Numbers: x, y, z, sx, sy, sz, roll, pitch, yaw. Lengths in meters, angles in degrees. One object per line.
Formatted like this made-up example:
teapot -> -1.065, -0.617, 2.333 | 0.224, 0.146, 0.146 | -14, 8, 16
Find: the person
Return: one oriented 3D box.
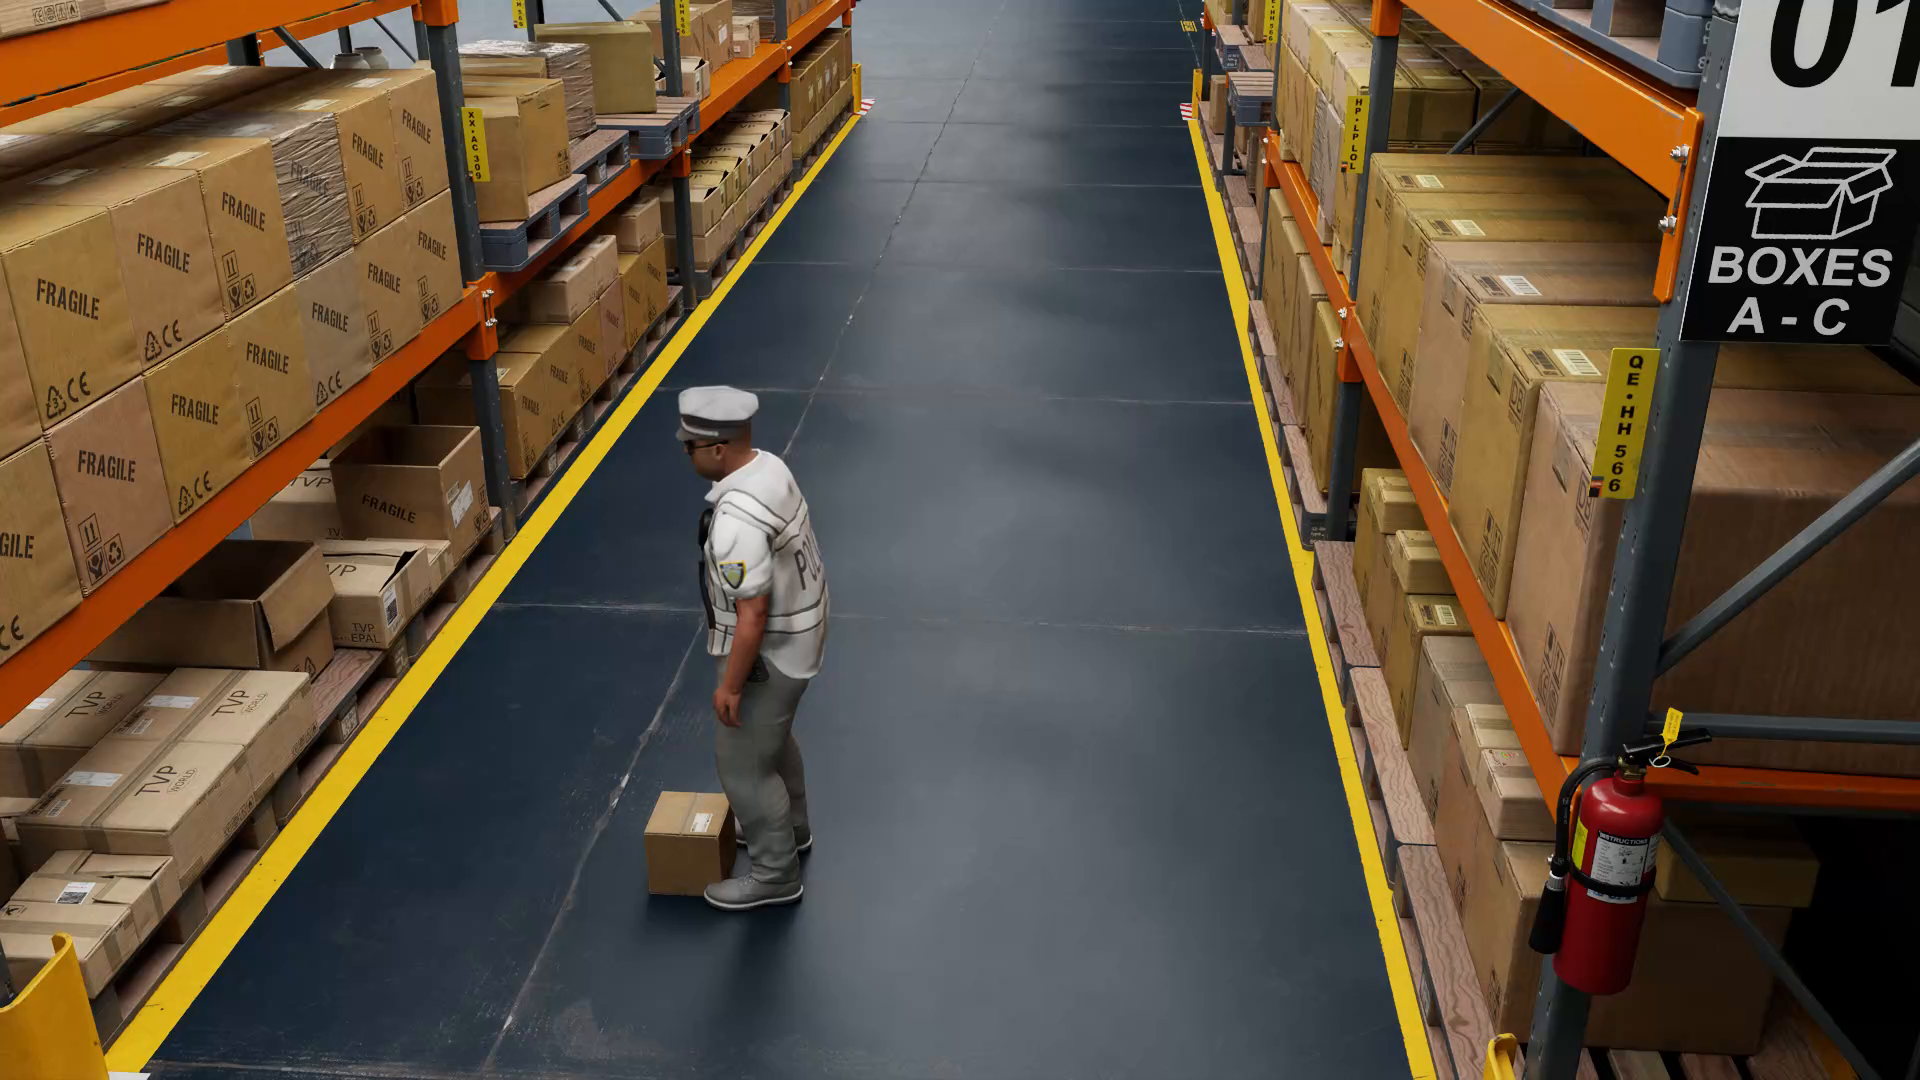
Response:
person -> -0.637, 0.352, 5.317 | 0.432, 1.748, 0.585 | 2, 24, 4
